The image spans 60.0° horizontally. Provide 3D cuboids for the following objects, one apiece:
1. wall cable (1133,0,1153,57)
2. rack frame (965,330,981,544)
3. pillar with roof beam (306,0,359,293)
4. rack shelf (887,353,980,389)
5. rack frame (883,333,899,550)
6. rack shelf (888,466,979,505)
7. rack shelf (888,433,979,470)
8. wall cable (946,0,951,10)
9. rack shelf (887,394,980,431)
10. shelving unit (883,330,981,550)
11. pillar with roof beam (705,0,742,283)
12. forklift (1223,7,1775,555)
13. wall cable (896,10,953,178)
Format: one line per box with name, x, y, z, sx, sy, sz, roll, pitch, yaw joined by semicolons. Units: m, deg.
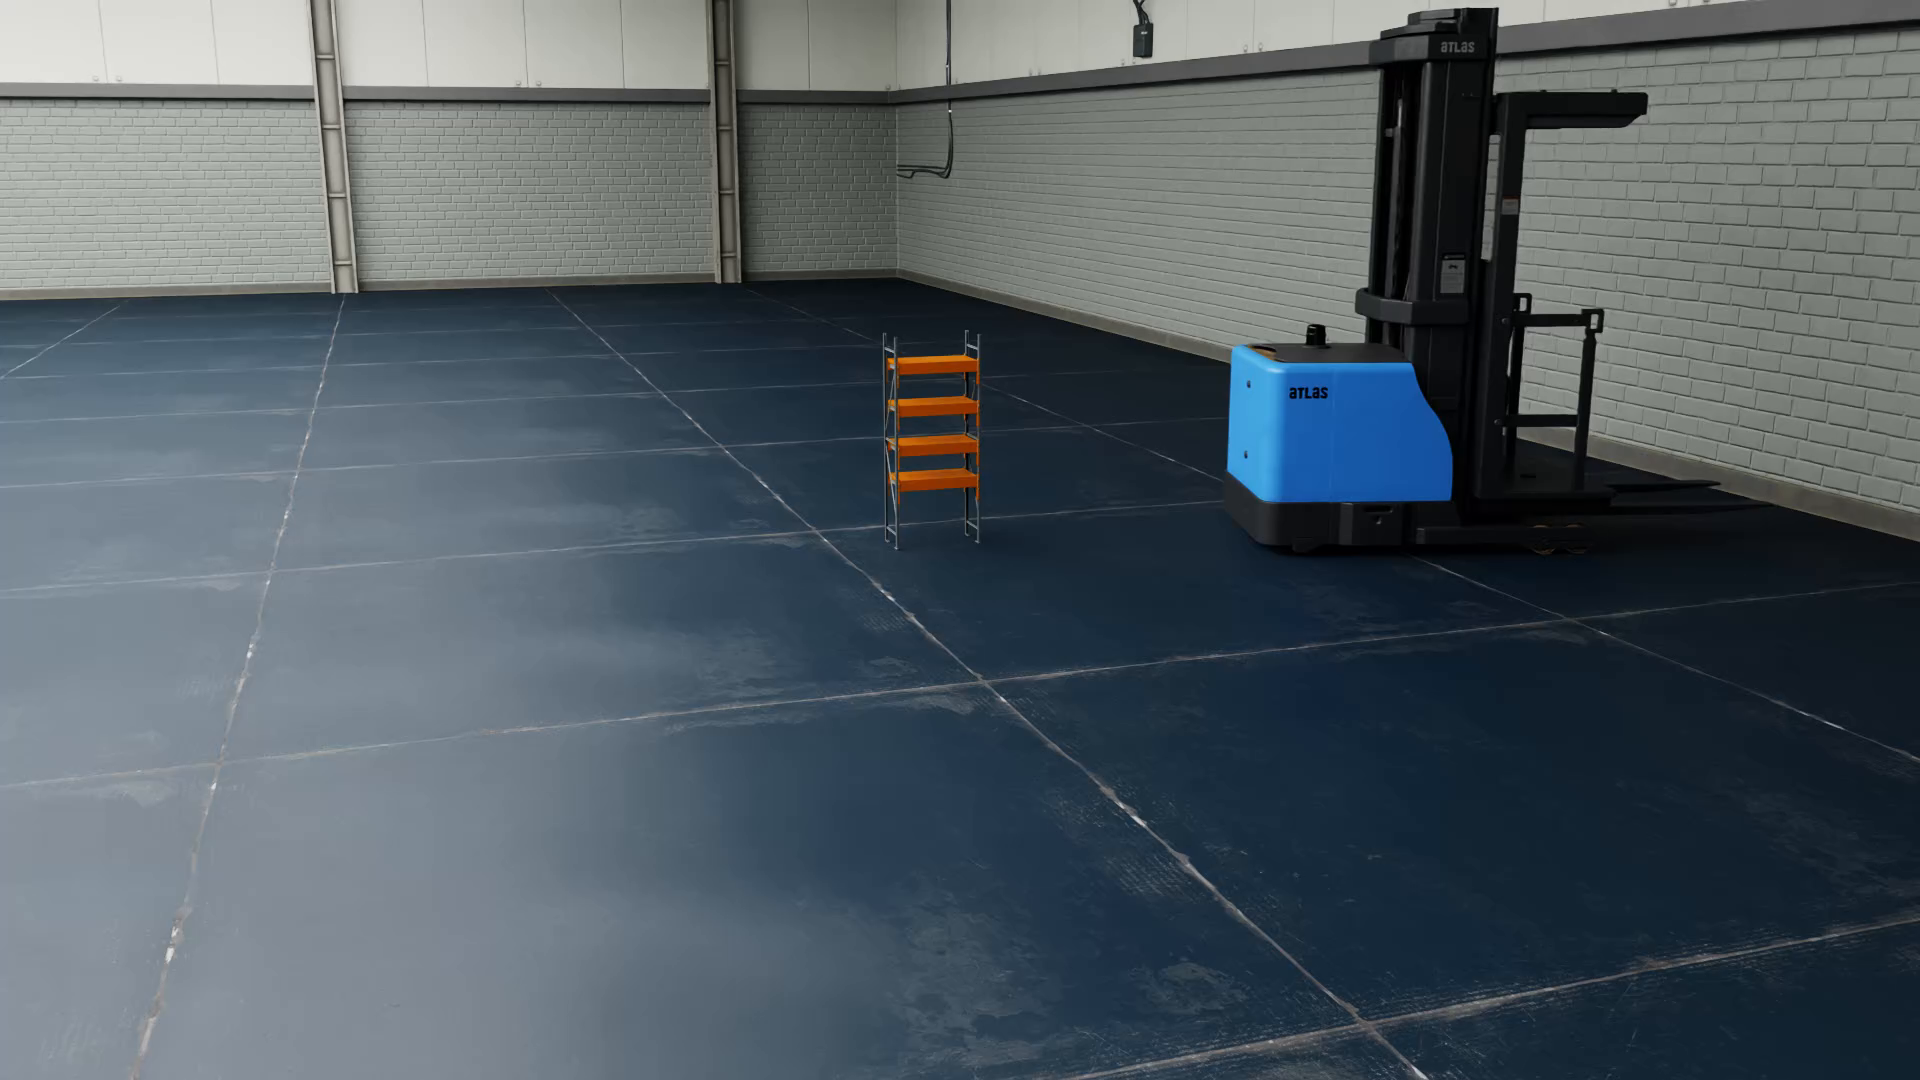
wall cable;2.368;-8.169;17.189;0.169;6.003;2.305;-4;14;-18
rack frame;0.074;-0.590;9.528;0.015;1.200;0.240;-4;14;-18
pillar with roof beam;-8.172;-7.283;20.815;0.400;9.000;9.100;-4;14;-18
rack shelf;-0.157;-0.954;9.362;0.480;0.148;0.258;-4;14;-18
rack frame;-0.388;-0.553;9.377;0.015;1.200;0.240;-4;14;-18
rack shelf;-0.157;-0.313;9.514;0.480;0.148;0.258;-4;14;-18
rack shelf;-0.157;-0.506;9.468;0.480;0.148;0.258;-4;14;-18
wall cable;0.218;-8.951;23.622;0.112;2.526;3.097;-4;14;-18
rack shelf;-0.157;-0.724;9.416;0.480;0.148;0.258;-4;14;-18
shelving unit;-0.157;-0.572;9.453;0.503;1.200;0.258;-4;14;-18
pillar with roof beam;-2.486;-7.726;22.677;0.400;9.000;9.100;-4;14;-18
forklift;3.142;-1.466;9.472;3.031;2.935;1.130;-1;13;-4
wall cable;-0.645;-7.087;26.700;0.112;2.526;3.097;-4;14;-18
